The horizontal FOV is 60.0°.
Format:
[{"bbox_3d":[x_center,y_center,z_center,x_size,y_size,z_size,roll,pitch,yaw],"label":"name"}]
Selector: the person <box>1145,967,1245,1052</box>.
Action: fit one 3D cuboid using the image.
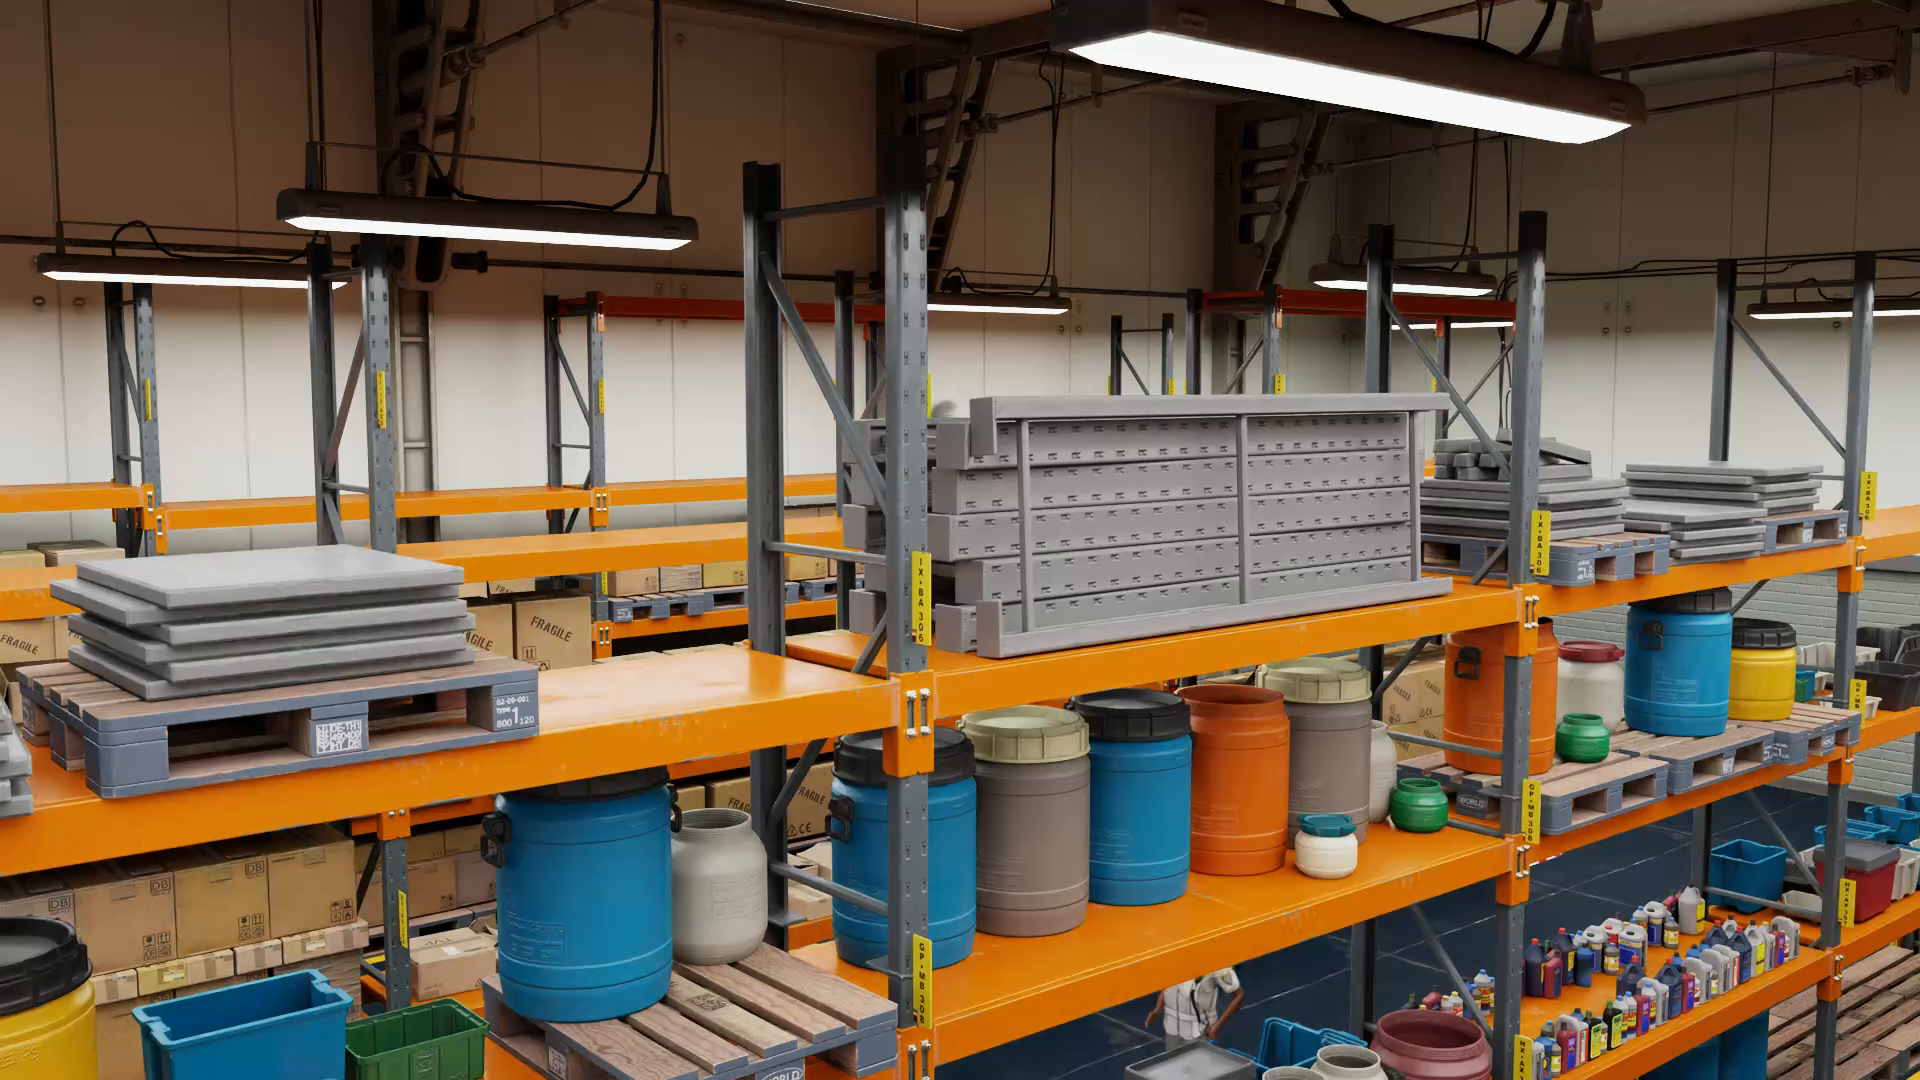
[{"bbox_3d":[1.570,3.285,11.061,0.823,1.696,0.588,-5,7,-43],"label":"person"}]
